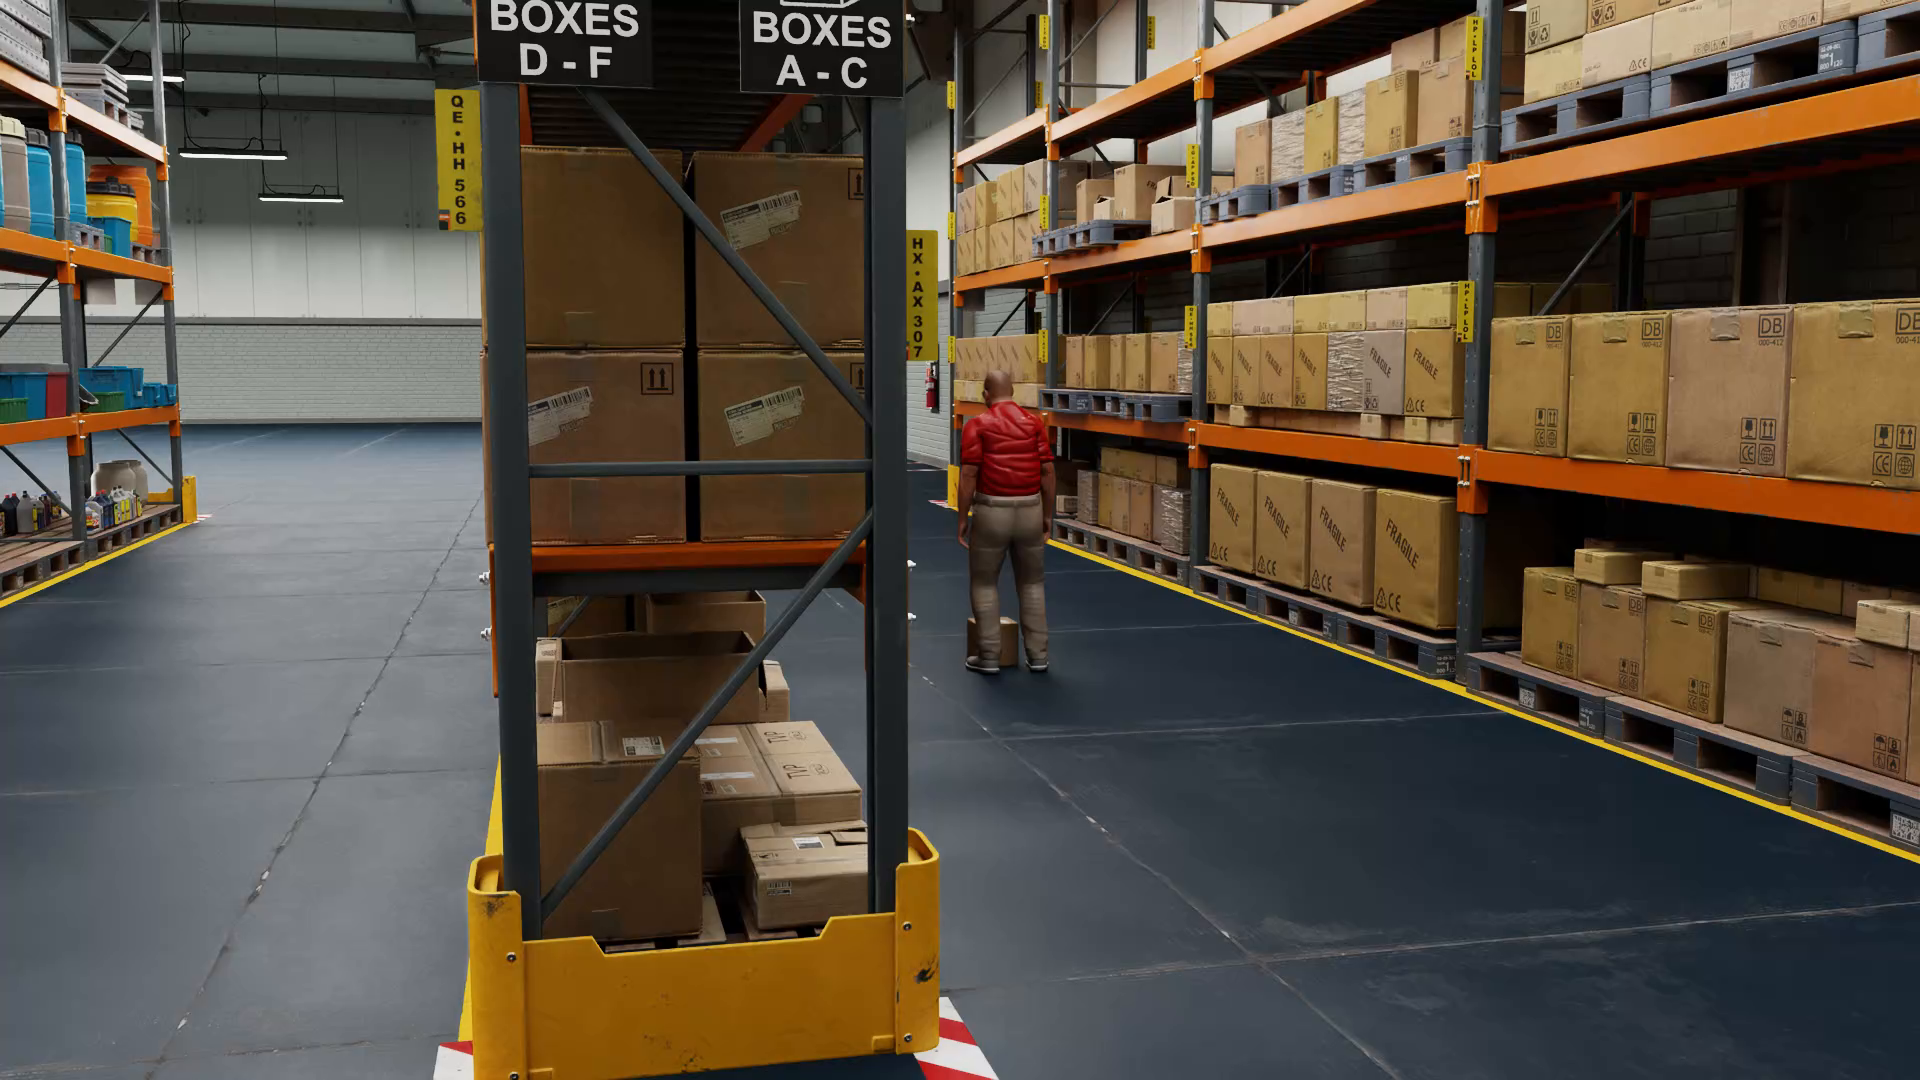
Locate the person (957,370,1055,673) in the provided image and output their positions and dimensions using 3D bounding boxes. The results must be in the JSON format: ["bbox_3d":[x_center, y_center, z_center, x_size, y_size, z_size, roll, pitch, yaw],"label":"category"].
[{"bbox_3d":[0.260,-0.106,9.517,0.593,1.725,0.393,-2,6,-17],"label":"person"}]
